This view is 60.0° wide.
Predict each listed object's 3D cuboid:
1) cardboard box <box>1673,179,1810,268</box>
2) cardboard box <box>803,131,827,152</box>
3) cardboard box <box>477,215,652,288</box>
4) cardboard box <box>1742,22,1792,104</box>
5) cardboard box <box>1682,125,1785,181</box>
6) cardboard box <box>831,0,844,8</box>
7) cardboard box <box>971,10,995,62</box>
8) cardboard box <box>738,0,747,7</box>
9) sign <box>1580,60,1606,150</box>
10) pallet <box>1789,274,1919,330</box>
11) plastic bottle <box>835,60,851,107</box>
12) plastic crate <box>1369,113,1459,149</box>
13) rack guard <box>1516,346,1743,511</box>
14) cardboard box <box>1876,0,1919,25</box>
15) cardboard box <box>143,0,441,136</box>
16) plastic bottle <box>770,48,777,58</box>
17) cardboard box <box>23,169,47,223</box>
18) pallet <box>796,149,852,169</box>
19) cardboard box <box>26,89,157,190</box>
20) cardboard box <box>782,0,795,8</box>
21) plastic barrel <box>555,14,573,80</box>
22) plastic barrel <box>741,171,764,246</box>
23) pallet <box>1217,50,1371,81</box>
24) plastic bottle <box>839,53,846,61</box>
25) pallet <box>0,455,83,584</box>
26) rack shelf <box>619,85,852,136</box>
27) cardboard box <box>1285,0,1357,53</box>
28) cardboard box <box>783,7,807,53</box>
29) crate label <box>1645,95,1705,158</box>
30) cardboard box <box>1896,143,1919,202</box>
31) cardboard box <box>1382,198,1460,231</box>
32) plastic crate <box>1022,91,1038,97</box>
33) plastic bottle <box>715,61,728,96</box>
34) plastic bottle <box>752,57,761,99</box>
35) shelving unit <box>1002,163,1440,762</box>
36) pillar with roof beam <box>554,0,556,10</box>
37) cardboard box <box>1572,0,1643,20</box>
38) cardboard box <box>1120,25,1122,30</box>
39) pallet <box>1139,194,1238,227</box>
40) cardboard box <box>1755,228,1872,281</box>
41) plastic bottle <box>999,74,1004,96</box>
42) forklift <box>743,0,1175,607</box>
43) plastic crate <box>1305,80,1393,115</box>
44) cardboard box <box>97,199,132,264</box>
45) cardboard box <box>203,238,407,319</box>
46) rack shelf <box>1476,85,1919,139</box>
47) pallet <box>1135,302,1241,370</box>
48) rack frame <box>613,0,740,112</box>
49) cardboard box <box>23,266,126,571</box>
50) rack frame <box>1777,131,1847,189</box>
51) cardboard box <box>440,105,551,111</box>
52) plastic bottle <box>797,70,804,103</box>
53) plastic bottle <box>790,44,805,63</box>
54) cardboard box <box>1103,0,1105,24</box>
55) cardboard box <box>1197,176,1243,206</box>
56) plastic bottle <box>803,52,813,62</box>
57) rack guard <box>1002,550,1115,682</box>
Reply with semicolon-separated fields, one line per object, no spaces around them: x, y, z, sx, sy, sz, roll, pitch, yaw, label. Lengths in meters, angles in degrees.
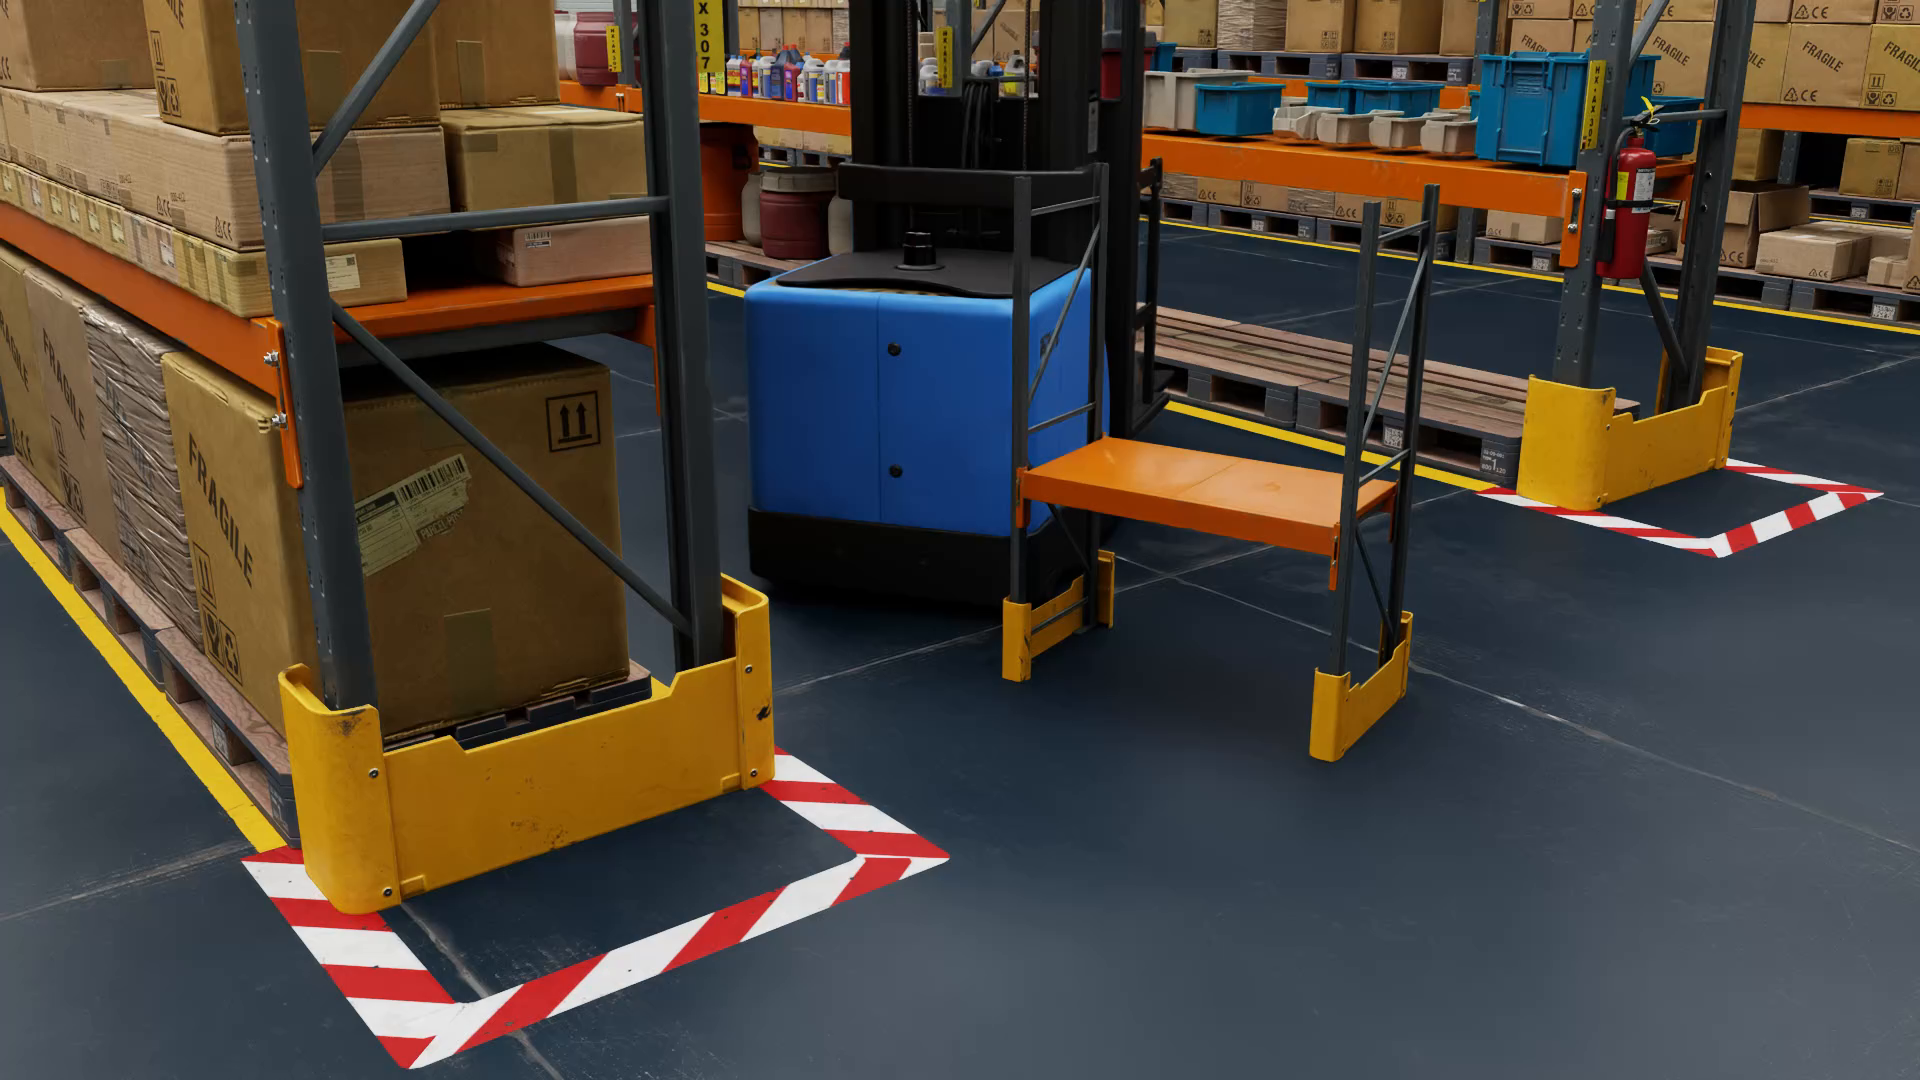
5.406;-2.204;11.518;0.797;0.503;0.637;-14;23;-36;cardboard box
-1.494;-4.704;19.503;0.500;0.250;0.500;-14;23;-36;cardboard box
-1.010;-0.757;4.275;0.380;0.149;0.250;-14;23;-36;cardboard box
5.285;-3.137;10.904;0.500;0.500;0.500;-14;23;-37;cardboard box
7.611;-3.924;16.191;0.750;0.750;0.750;-14;23;-35;cardboard box
-1.220;-6.055;18.687;0.380;0.149;0.250;-15;23;-37;cardboard box
0.371;-5.215;17.181;0.500;0.500;0.500;-14;23;-36;cardboard box
-2.498;-6.562;20.216;0.380;0.149;0.250;-15;23;-38;cardboard box
2.413;-1.657;6.334;0.100;0.325;0.005;-14;23;-36;sign
6.176;-1.548;10.701;1.003;0.211;1.213;-14;23;-36;pallet
-0.688;-2.866;10.442;0.152;0.276;0.135;-14;23;-36;plastic bottle
2.017;-1.834;7.453;0.396;0.136;0.243;-14;23;-36;plastic crate
2.859;-0.501;7.079;1.175;0.500;0.348;-14;23;-36;rack guard
5.913;-3.359;9.985;0.500;0.500;0.500;-13;22;-35;cardboard box
-1.557;-1.219;3.844;0.500;0.500;0.500;-14;23;-35;cardboard box
-1.404;-3.533;12.447;0.061;0.283;0.133;-14;23;-36;plastic bottle
-2.804;-1.133;5.413;0.380;0.149;0.250;-14;23;-35;cardboard box
-1.193;-4.494;19.598;1.003;0.211;1.213;-14;23;-36;pallet
-2.515;-1.240;5.100;0.500;0.250;0.500;-14;23;-36;cardboard box
-1.856;-6.307;19.447;0.380;0.149;0.250;-13;22;-35;cardboard box
-3.201;-4.031;13.585;0.421;0.512;0.421;0;18;0;plastic barrel
-1.396;-2.441;12.253;0.421;0.512;0.421;0;18;0;plastic barrel
2.963;-4.058;14.152;1.003;0.211;1.213;-14;23;-36;pallet
-0.836;-3.235;11.545;0.061;0.283;0.133;-14;23;-36;plastic bottle
-3.122;-0.183;6.580;1.003;0.211;1.213;-14;23;-36;pallet
-0.891;-2.828;11.274;1.077;0.370;4.000;-14;23;-36;rack shelf
3.090;-4.312;13.786;0.500;0.500;0.700;13;23;35;cardboard box
-1.653;-6.022;19.618;0.700;0.500;0.500;-14;23;-35;cardboard box
2.939;-1.765;7.091;0.416;0.233;0.303;-14;23;-36;crate label
8.810;-3.294;14.847;0.700;0.500;0.500;-14;23;-37;cardboard box
3.704;-2.730;13.112;0.500;0.500;0.500;-14;23;-36;cardboard box
0.527;-2.437;9.274;0.396;0.136;0.243;-14;23;-36;plastic crate
-1.640;-3.224;11.513;0.061;0.283;0.133;-14;23;-36;plastic bottle
-1.350;-3.113;11.195;0.097;0.271;0.097;0;18;0;plastic bottle
0.733;-0.275;4.806;1.083;1.500;0.587;12;22;32;shelving unit
-12.772;-14.006;34.346;9.100;9.000;0.400;-14;23;-36;pillar with roof beam
4.628;-3.866;11.517;0.500;0.500;0.500;-15;23;-38;cardboard box
2.315;-6.701;22.036;0.500;0.250;0.500;-14;23;-36;cardboard box
2.186;-3.113;15.427;1.003;0.211;1.213;-14;23;-36;pallet
5.622;-1.886;10.960;0.500;0.250;0.500;-14;23;-36;cardboard box
0.288;-2.813;10.403;0.097;0.201;0.097;0;18;0;plastic bottle
0.232;-1.596;6.519;1.130;2.935;3.031;6;19;18;forklift
1.935;-2.163;8.294;0.416;0.233;0.300;-14;23;-36;plastic crate
-2.163;-0.880;4.647;0.380;0.149;0.250;-15;23;-37;cardboard box
-1.528;-0.628;3.887;0.380;0.149;0.250;-13;23;-35;cardboard box
5.477;-2.808;11.215;1.077;0.370;4.000;-14;23;-36;rack shelf
0.837;-1.179;9.587;1.003;0.211;1.213;-14;23;-36;pallet
-2.133;-3.662;12.650;1.000;3.000;0.127;-14;23;-36;rack frame
-2.626;-0.500;5.814;0.875;0.875;0.875;-14;23;-36;cardboard box
8.116;-4.610;15.512;1.000;3.000;0.127;-14;23;-36;rack frame
-1.463;-1.092;4.653;0.500;0.250;0.500;-14;23;-37;cardboard box
-1.009;-2.944;10.797;0.097;0.201;0.097;0;18;0;plastic bottle
-1.125;-3.150;11.181;0.144;0.351;0.185;-14;23;-36;plastic bottle
1.995;-7.180;22.287;0.500;0.500;0.500;-15;23;-38;cardboard box
2.448;-3.230;14.621;0.500;0.500;0.500;-14;23;-37;cardboard box
-1.105;-3.400;12.062;0.097;0.271;0.097;0;18;0;plastic bottle
0.318;0.232;5.264;0.087;0.250;0.587;12;22;32;rack guard
